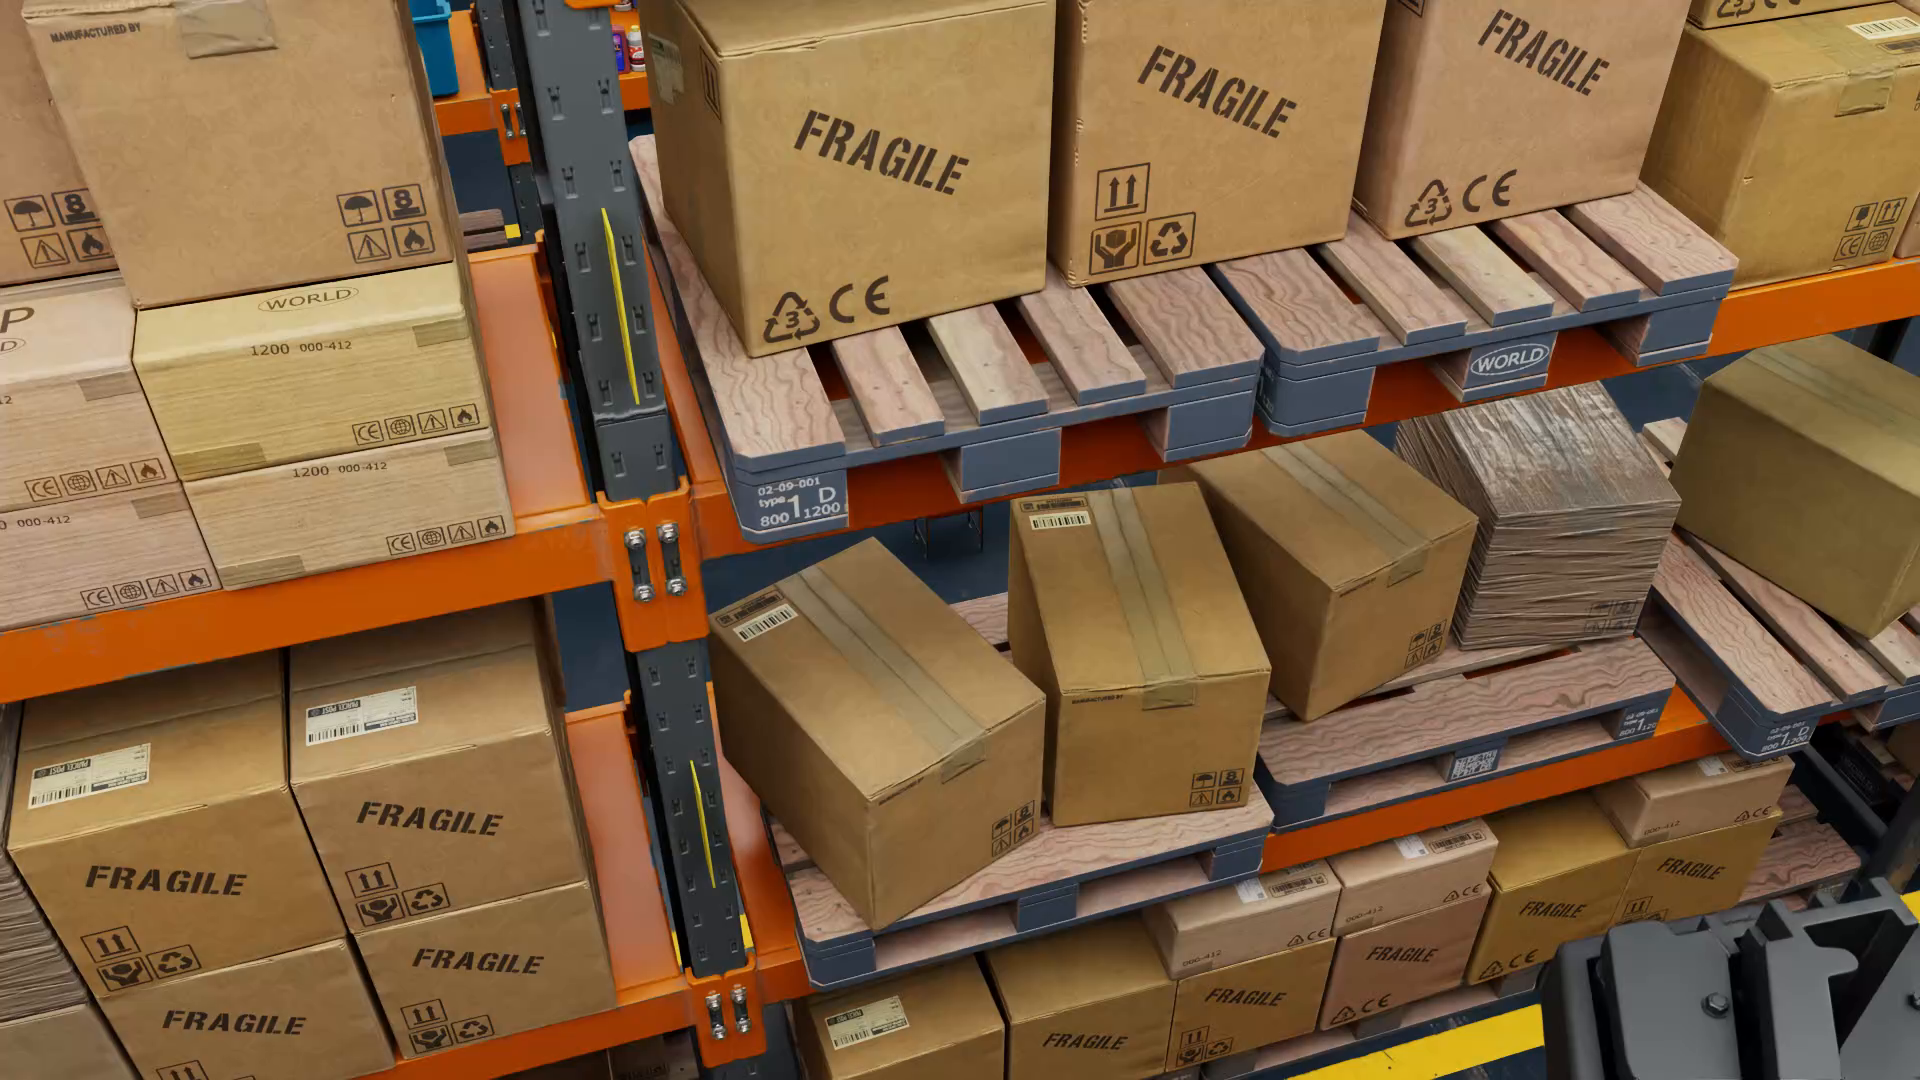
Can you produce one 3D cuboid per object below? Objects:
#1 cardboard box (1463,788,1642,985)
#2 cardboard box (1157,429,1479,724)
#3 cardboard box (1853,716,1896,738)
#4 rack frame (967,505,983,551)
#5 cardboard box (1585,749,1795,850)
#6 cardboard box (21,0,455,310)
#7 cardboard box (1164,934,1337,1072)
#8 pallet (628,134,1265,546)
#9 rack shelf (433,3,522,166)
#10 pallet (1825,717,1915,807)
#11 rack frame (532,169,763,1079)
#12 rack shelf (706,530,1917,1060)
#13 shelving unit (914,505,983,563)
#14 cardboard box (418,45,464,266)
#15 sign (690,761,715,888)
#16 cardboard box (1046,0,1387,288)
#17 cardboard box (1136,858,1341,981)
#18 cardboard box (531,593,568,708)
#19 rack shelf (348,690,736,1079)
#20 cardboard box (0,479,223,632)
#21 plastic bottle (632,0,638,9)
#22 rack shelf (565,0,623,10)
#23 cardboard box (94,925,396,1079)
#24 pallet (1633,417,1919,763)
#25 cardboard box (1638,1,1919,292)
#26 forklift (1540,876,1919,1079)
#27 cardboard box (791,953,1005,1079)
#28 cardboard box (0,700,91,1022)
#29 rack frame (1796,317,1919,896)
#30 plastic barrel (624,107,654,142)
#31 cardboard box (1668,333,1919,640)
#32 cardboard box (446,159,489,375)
[{"bbox_3d":[1.772,1.024,5.363,0.500,0.500,0.500,-13,43,-15],"label":"cardboard box"},{"bbox_3d":[0.939,0.021,4.551,0.500,0.500,0.700,-22,46,-24],"label":"cardboard box"},{"bbox_3d":[3.516,0.435,6.243,0.500,0.250,0.500,-11,42,-12],"label":"cardboard box"},{"bbox_3d":[0.065,-0.409,6.920,0.008,1.050,0.200,-12,42,-13],"label":"rack frame"},{"bbox_3d":[2.213,0.654,5.218,0.500,0.250,0.500,-10,42,-11],"label":"cardboard box"},{"bbox_3d":[-1.180,-0.819,2.792,0.500,0.500,0.700,-12,42,-13],"label":"cardboard box"},{"bbox_3d":[0.791,1.231,5.126,0.500,0.500,0.500,-11,42,-13],"label":"cardboard box"},{"bbox_3d":[-0.085,-0.539,3.450,1.003,0.211,1.213,-12,42,-13],"label":"pallet"},{"bbox_3d":[-4.120,-1.838,7.621,4.000,0.370,1.077,-12,42,-13],"label":"rack shelf"},{"bbox_3d":[3.884,0.726,6.258,1.213,0.211,1.003,-12,42,-13],"label":"pallet"},{"bbox_3d":[-0.728,0.605,4.278,0.127,3.000,1.000,-12,42,-13],"label":"rack frame"},{"bbox_3d":[1.180,0.481,4.967,4.000,0.370,1.077,-12,42,-13],"label":"rack shelf"},{"bbox_3d":[-0.051,-0.385,6.893,0.252,1.050,0.215,-12,42,-13],"label":"shelving unit"},{"bbox_3d":[-1.266,-0.716,3.244,0.500,0.250,0.500,-12,42,-13],"label":"cardboard box"},{"bbox_3d":[-0.558,0.618,3.605,0.005,0.325,0.100,-12,42,-13],"label":"sign"},{"bbox_3d":[0.405,-0.958,3.315,0.600,0.600,0.600,-12,43,-14],"label":"cardboard box"},{"bbox_3d":[0.761,0.958,4.869,0.500,0.250,0.500,-12,42,-13],"label":"cardboard box"},{"bbox_3d":[-1.262,0.107,4.011,0.500,0.500,0.500,-11,42,-12],"label":"cardboard box"},{"bbox_3d":[-2.635,1.271,4.062,4.000,0.370,1.077,-12,42,-13],"label":"rack shelf"},{"bbox_3d":[-1.592,-0.113,2.934,0.500,0.250,0.500,-12,42,-13],"label":"cardboard box"},{"bbox_3d":[-1.585,-2.811,8.281,0.135,0.276,0.152,-12,42,-13],"label":"plastic bottle"},{"bbox_3d":[1.180,-1.628,3.125,4.000,0.370,1.077,-12,42,-13],"label":"rack shelf"},{"bbox_3d":[-1.619,0.930,3.830,0.500,0.500,0.500,-11,42,-12],"label":"cardboard box"},{"bbox_3d":[2.462,0.065,5.042,1.003,0.211,1.213,-12,42,-13],"label":"pallet"},{"bbox_3d":[1.699,-1.042,3.807,0.500,0.500,0.910,-12,42,-13],"label":"cardboard box"},{"bbox_3d":[1.664,1.756,3.013,3.031,2.935,1.130,-8,42,-10],"label":"forklift"},{"bbox_3d":[-0.193,1.438,4.890,0.500,0.500,0.500,-14,43,-15],"label":"cardboard box"},{"bbox_3d":[-2.101,0.656,3.384,0.500,0.500,0.500,-11,42,-13],"label":"cardboard box"},{"bbox_3d":[3.087,-0.186,5.183,0.127,3.000,1.000,-12,42,-13],"label":"rack frame"},{"bbox_3d":[-1.688,-1.969,8.500,0.708,0.901,0.600,-12,42,-13],"label":"plastic barrel"},{"bbox_3d":[2.521,-0.186,4.788,0.500,0.500,0.700,-26,48,-27],"label":"cardboard box"},{"bbox_3d":[-1.266,-0.527,3.408,0.500,0.250,0.500,-12,42,-13],"label":"cardboard box"}]
